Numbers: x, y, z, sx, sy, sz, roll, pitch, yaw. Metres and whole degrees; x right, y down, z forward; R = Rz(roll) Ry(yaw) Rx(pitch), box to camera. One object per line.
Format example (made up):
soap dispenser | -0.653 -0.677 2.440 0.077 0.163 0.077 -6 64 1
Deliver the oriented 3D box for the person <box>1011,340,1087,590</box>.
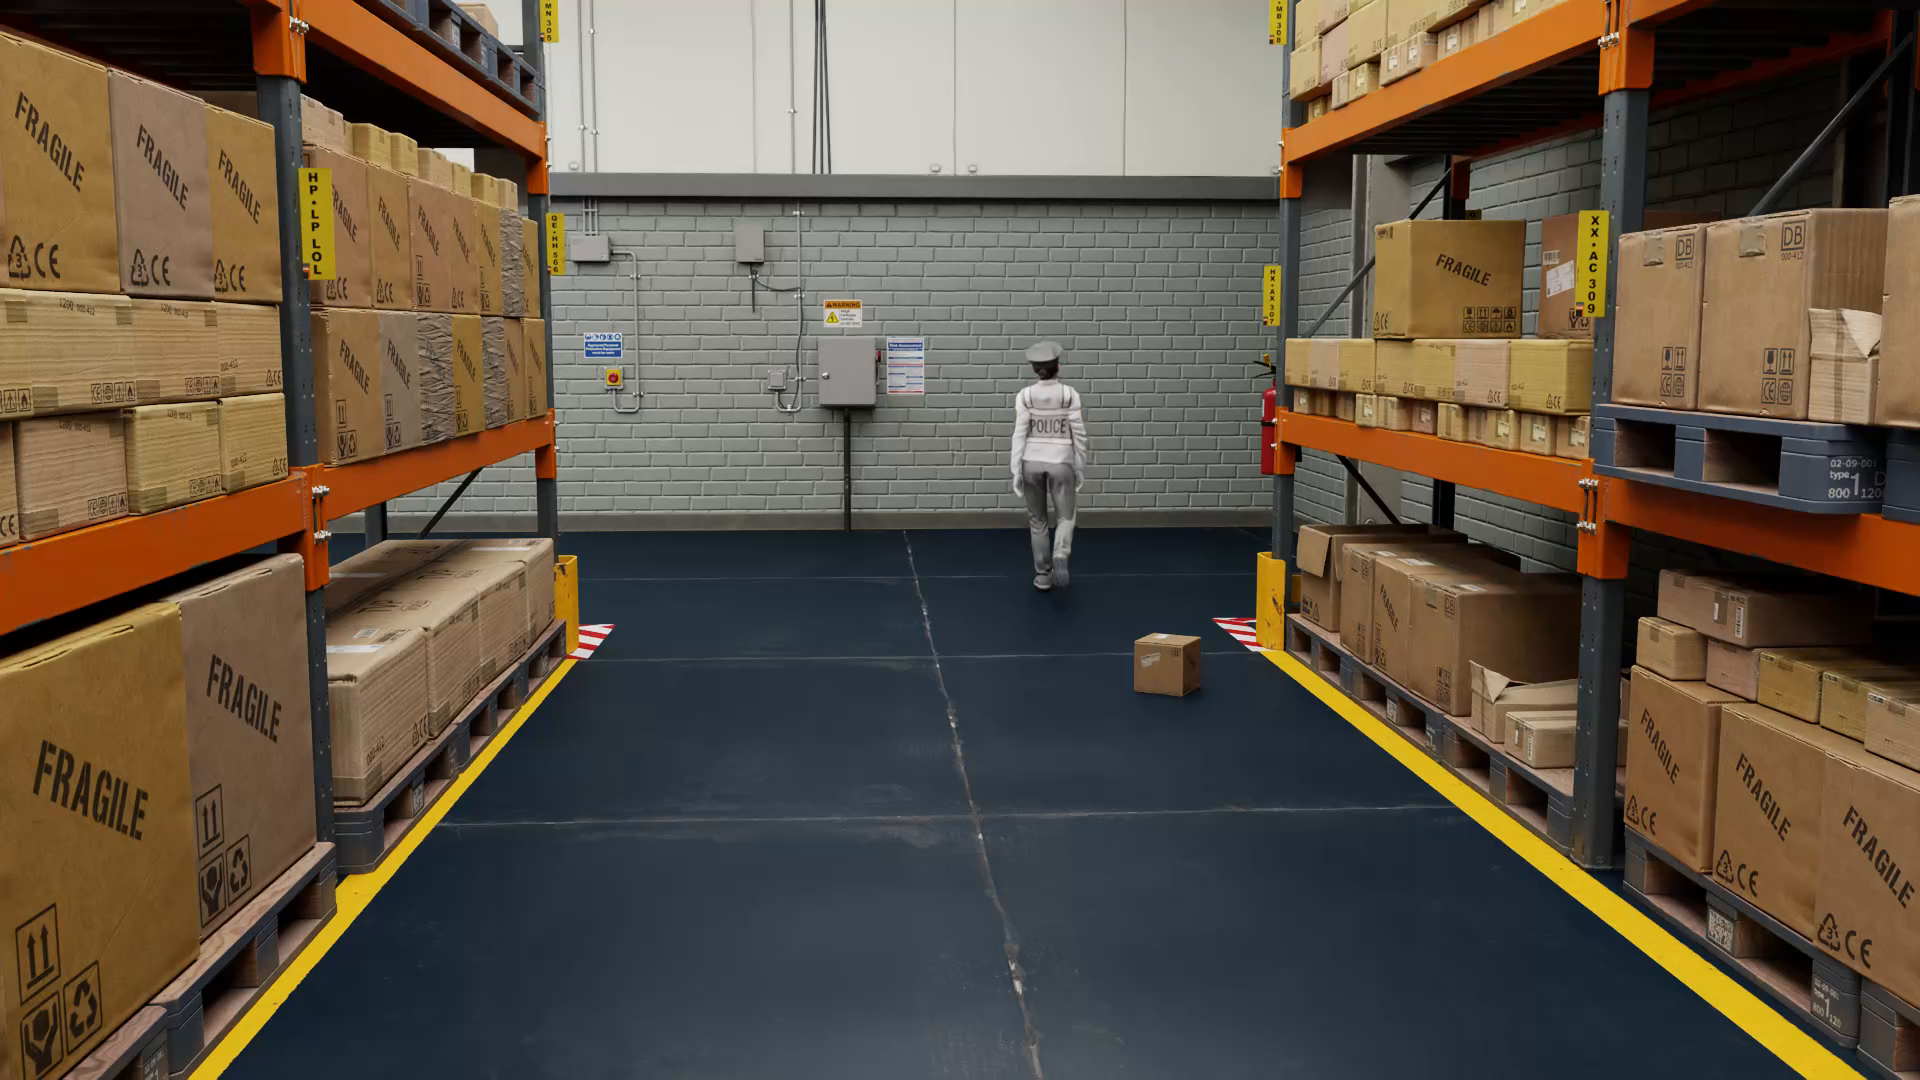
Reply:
person | 0.588 -0.479 10.960 0.500 1.663 0.770 1 7 6
